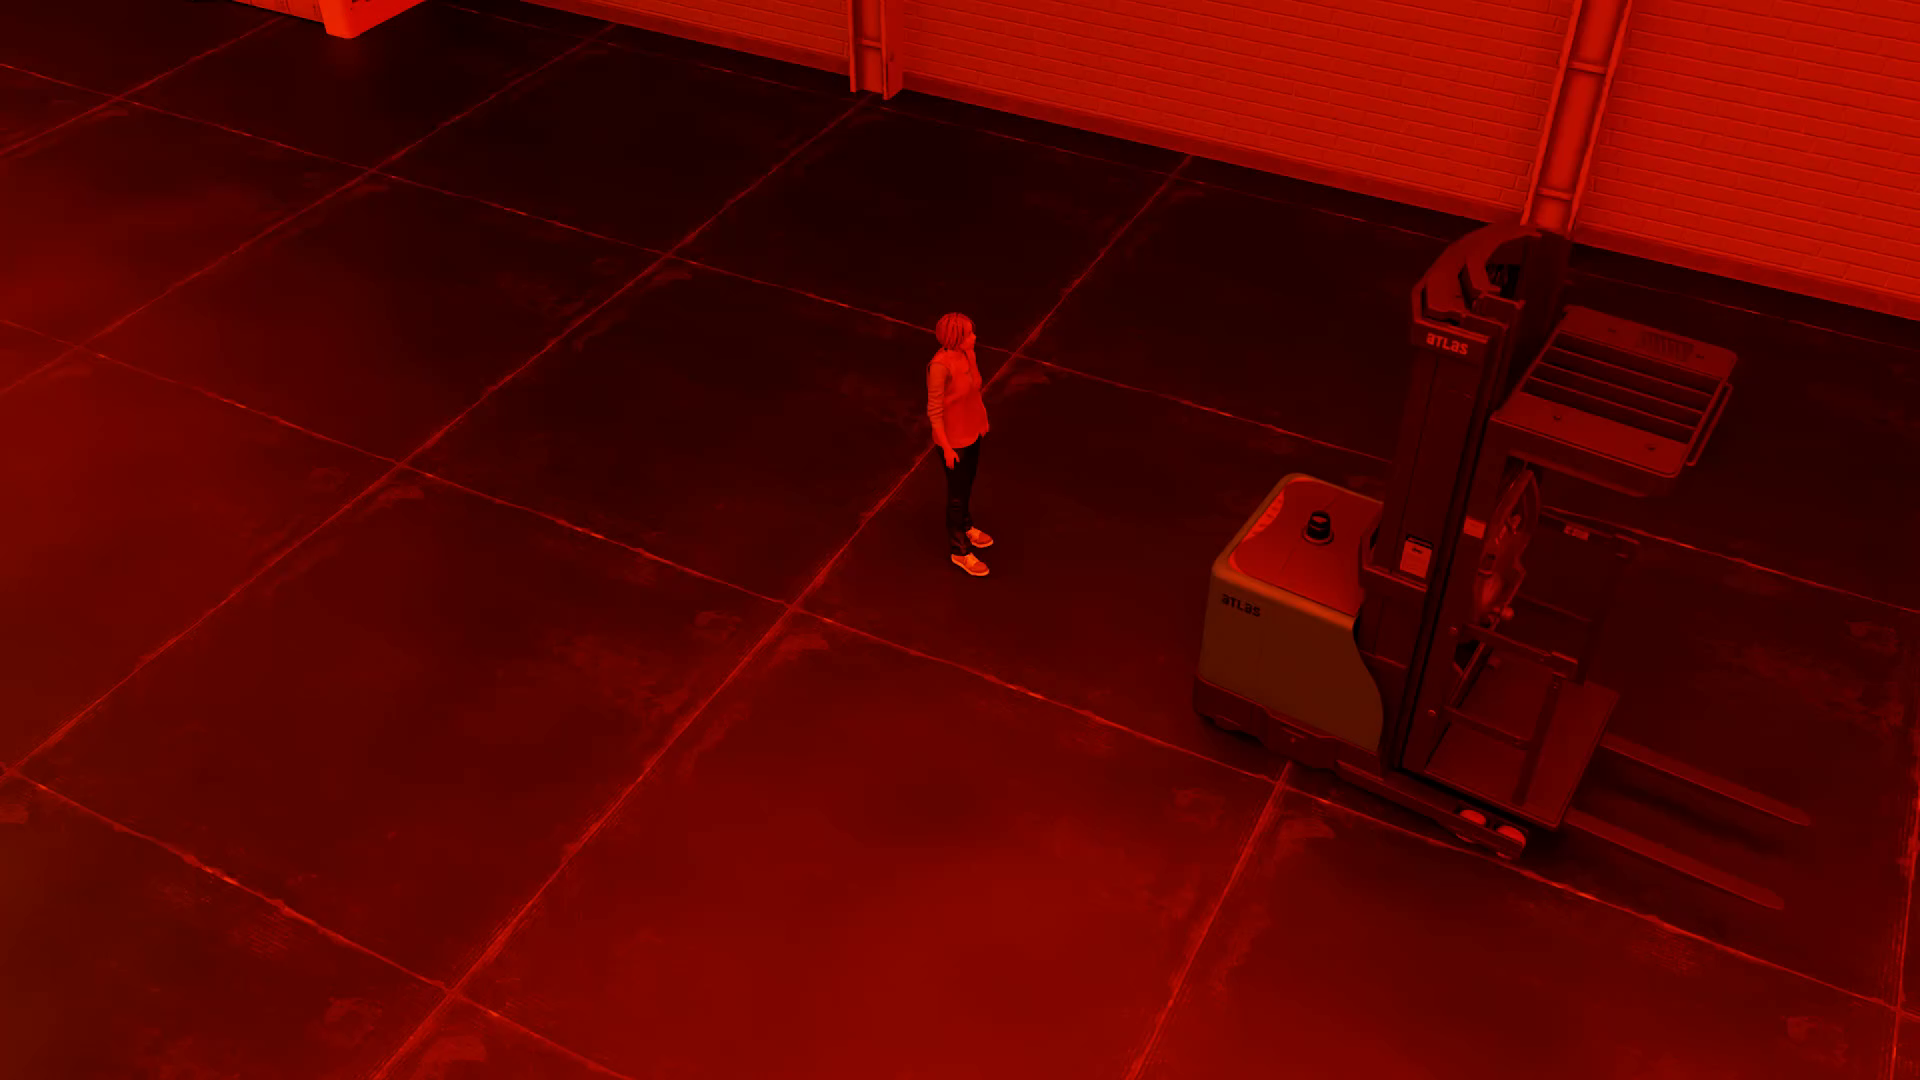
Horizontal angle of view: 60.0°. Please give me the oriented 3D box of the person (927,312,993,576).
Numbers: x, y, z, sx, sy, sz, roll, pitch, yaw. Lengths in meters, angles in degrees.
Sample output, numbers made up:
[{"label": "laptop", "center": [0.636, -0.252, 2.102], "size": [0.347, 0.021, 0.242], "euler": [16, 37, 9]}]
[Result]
[{"label": "person", "center": [0.060, -0.586, 9.706], "size": [0.473, 1.599, 0.520], "euler": [18, 43, 21]}]

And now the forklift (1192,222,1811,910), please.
[{"label": "forklift", "center": [2.783, 0.086, 7.884], "size": [3.031, 2.935, 1.130], "euler": [23, 45, 24]}]
